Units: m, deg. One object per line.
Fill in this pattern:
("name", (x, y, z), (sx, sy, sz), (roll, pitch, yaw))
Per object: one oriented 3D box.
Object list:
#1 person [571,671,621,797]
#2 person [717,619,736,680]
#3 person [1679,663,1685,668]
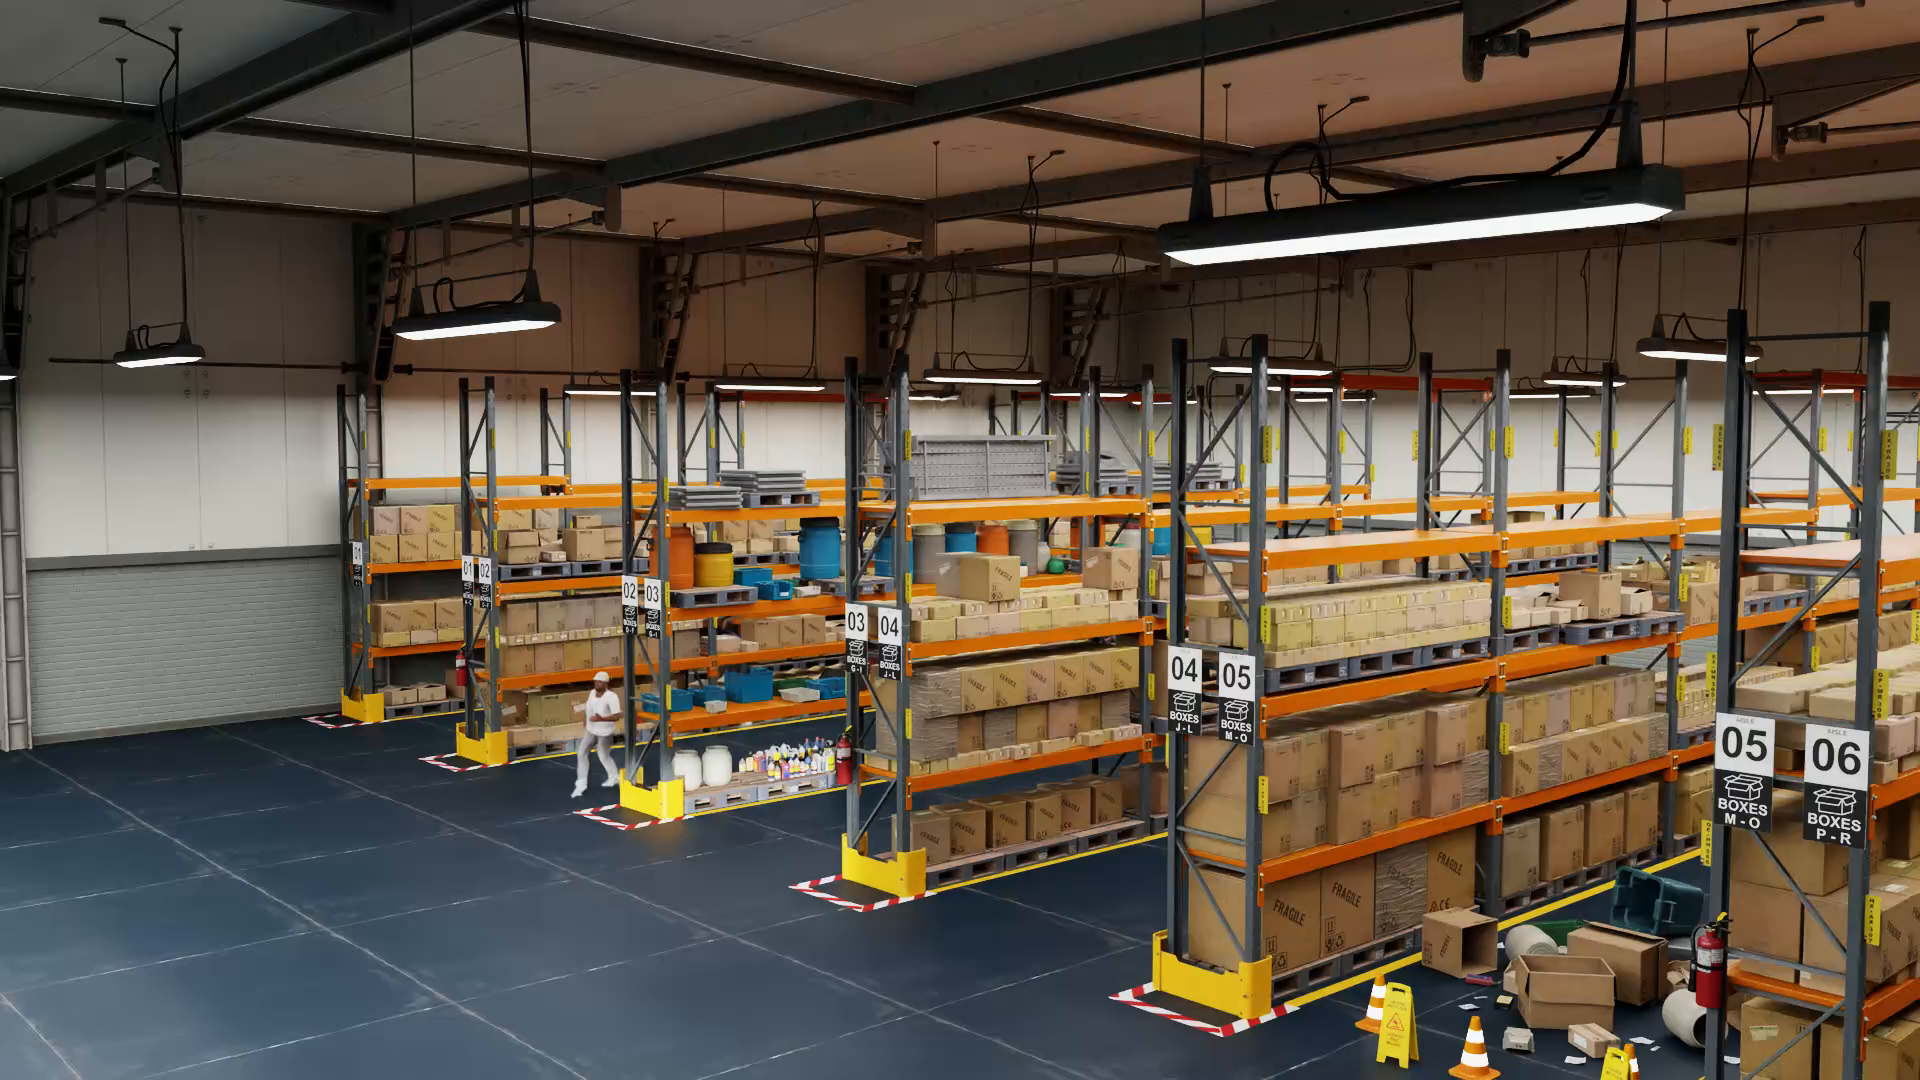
("person", (-5.082, 2.757, 23.650), (0.696, 1.813, 0.788), (2, 4, 28))
("person", (-4.390, 2.295, 31.420), (0.766, 1.617, 0.597), (-3, 5, -39))
("person", (11.249, 2.682, 25.957), (0.594, 1.553, 0.583), (-3, 5, -42))
